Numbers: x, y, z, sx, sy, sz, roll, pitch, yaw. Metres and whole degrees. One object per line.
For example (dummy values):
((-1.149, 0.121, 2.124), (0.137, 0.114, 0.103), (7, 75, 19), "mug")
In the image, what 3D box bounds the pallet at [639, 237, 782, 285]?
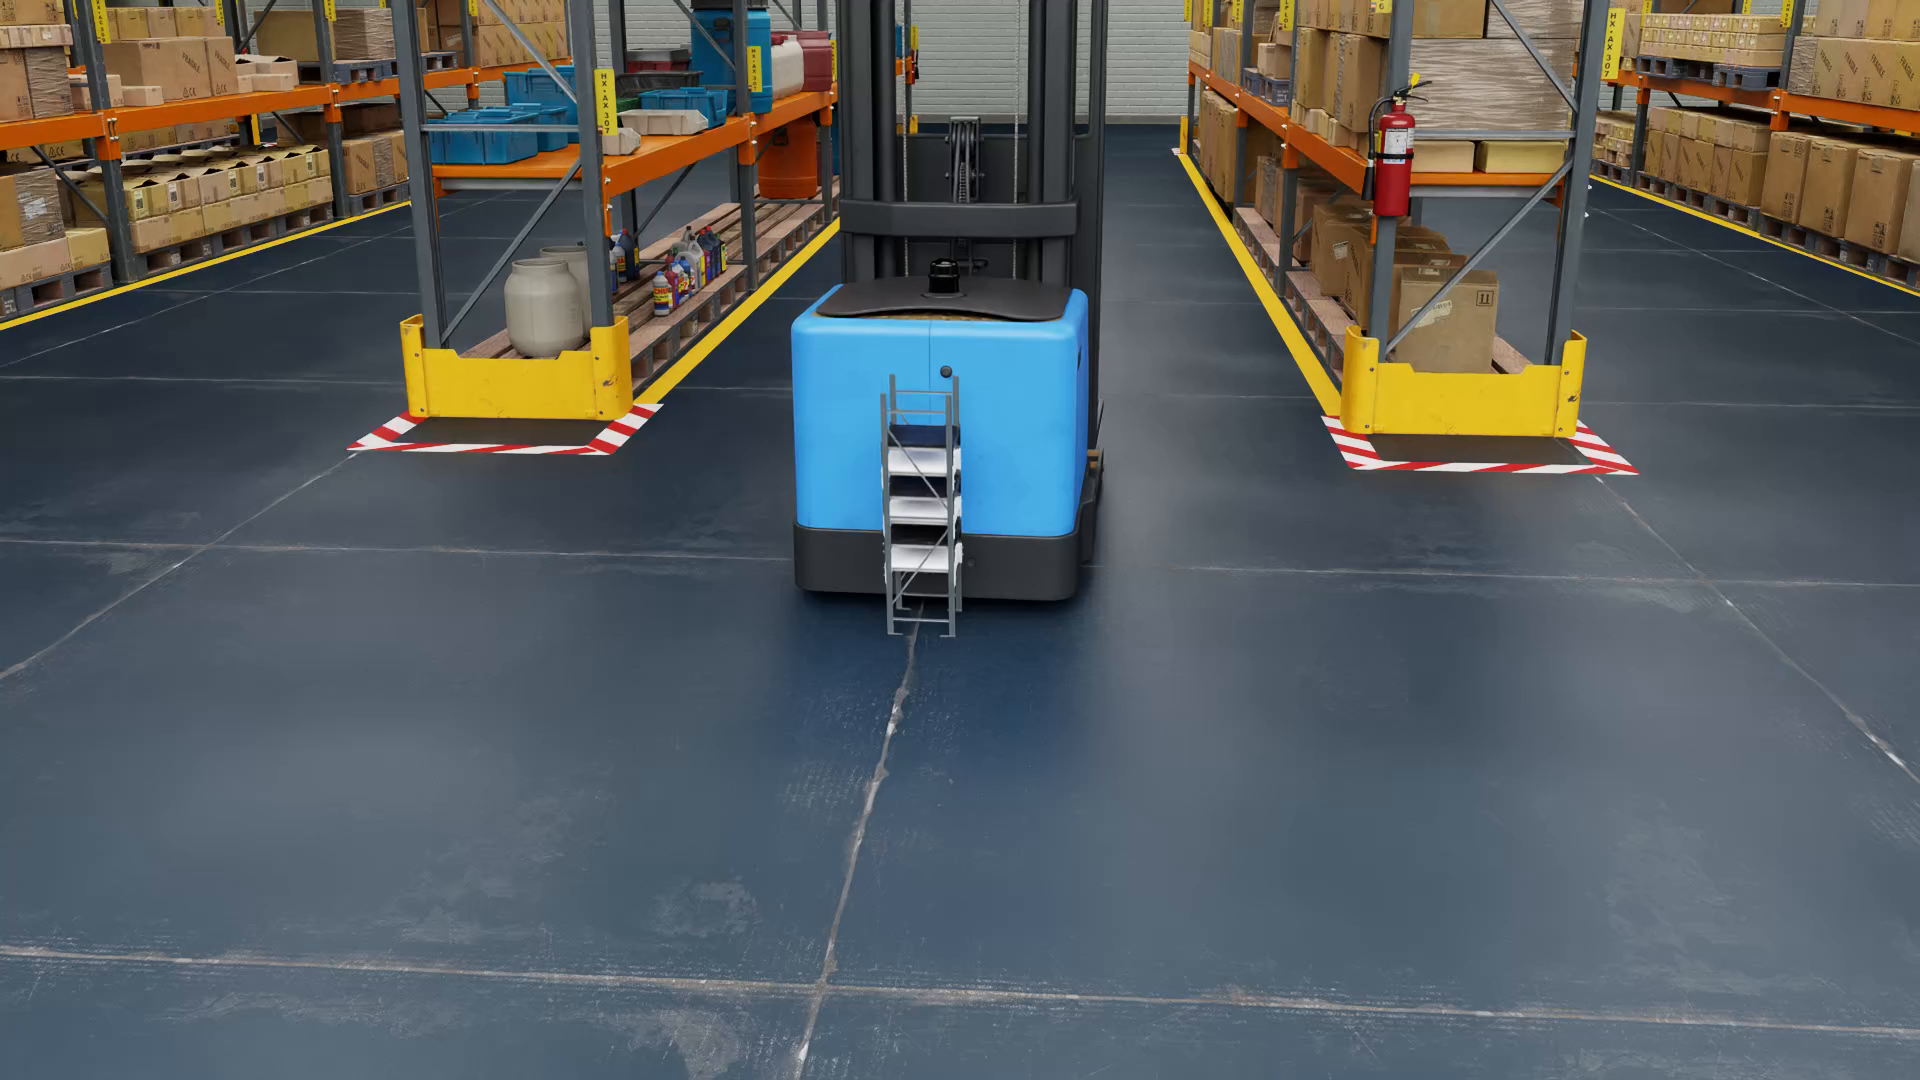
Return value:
((-2.041, -2.266, 13.499), (1.003, 0.211, 1.213), (1, 18, 4), "pallet")

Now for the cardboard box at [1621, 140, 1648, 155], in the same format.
((8.101, -4.669, 19.782), (0.380, 0.149, 0.250), (2, 18, 5), "cardboard box")

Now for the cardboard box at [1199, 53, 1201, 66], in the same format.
((3.242, -6.102, 21.131), (0.380, 0.149, 0.250), (1, 18, 3), "cardboard box")

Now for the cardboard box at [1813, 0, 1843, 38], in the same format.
((8.067, -4.719, 14.742), (0.700, 0.500, 0.500), (1, 18, 4), "cardboard box")

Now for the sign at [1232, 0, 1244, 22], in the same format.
((2.615, -5.039, 15.626), (0.100, 0.325, 0.005), (1, 18, 4), "sign")

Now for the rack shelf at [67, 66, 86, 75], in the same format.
((-11.510, -5.089, 18.792), (1.077, 0.370, 4.000), (1, 18, 4), "rack shelf")

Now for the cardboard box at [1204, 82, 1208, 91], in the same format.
((3.711, -5.669, 22.145), (0.875, 0.875, 0.875), (1, 18, 4), "cardboard box")

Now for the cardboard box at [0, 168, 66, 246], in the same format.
((-6.861, -2.403, 11.977), (0.500, 0.500, 0.500), (1, 18, 4), "cardboard box")

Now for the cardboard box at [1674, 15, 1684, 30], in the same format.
((7.835, -5.506, 17.682), (0.380, 0.149, 0.250), (1, 18, 3), "cardboard box")

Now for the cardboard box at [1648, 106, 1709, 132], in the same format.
((8.079, -4.723, 18.654), (0.500, 0.250, 0.500), (0, 18, 1), "cardboard box")

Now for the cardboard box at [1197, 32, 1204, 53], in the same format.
((3.336, -6.410, 21.431), (0.500, 0.250, 0.500), (1, 18, 3), "cardboard box")

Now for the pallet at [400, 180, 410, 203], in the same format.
((-6.531, -3.984, 18.743), (1.003, 0.211, 1.213), (1, 18, 4), "pallet")

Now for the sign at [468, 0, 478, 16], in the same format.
((-5.871, -6.481, 20.027), (0.100, 0.325, 0.005), (1, 18, 4), "sign")

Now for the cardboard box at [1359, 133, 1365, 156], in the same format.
((2.428, -2.201, 9.225), (0.380, 0.149, 0.250), (1, 18, 4), "cardboard box")

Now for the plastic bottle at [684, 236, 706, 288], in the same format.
((-1.854, -1.930, 11.544), (0.144, 0.351, 0.185), (1, 18, 4), "plastic bottle")

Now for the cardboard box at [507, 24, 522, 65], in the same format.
((-6.045, -6.457, 21.650), (0.500, 0.500, 0.500), (1, 18, 4), "cardboard box")

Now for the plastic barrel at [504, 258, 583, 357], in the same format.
((-2.374, -1.327, 9.477), (0.421, 0.512, 0.421), (0, 18, 0), "plastic barrel")

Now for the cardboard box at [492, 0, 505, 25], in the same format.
((-6.074, -6.765, 20.987), (0.500, 0.500, 0.500), (1, 18, 2), "cardboard box")

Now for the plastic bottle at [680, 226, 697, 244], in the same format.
((-1.961, -2.093, 12.041), (0.144, 0.351, 0.185), (1, 18, 4), "plastic bottle")

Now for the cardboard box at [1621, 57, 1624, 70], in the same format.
((8.171, -5.717, 19.956), (0.380, 0.149, 0.250), (2, 18, 6), "cardboard box")

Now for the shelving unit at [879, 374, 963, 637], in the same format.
((-0.130, -0.114, 5.798), (0.258, 0.900, 0.210), (2, 24, 6), "shelving unit")

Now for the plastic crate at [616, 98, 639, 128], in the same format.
((-2.437, -2.830, 11.083), (0.450, 0.188, 0.662), (1, 18, 4), "plastic crate")

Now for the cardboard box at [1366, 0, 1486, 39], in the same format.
((2.388, -2.834, 8.509), (0.500, 0.500, 0.500), (1, 18, 4), "cardboard box")

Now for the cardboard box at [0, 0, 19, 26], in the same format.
((-7.059, -3.827, 11.541), (0.700, 0.500, 0.500), (1, 18, 4), "cardboard box")

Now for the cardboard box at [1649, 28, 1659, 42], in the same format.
((7.892, -5.607, 18.469), (0.380, 0.149, 0.250), (1, 18, 3), "cardboard box")

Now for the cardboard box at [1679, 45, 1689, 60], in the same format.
((7.820, -5.141, 17.523), (0.380, 0.149, 0.250), (1, 18, 3), "cardboard box")

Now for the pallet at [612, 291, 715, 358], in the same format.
((-2.233, -1.433, 10.959), (1.003, 0.211, 1.213), (1, 18, 4), "pallet")

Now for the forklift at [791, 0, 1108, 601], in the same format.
((0.077, -1.588, 7.061), (1.130, 2.935, 3.031), (2, 18, 7), "forklift")

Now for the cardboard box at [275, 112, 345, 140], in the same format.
((-6.879, -4.391, 17.610), (0.500, 0.250, 0.500), (2, 18, 6), "cardboard box")

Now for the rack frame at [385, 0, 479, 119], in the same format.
((-6.425, -5.943, 20.241), (1.000, 3.000, 0.127), (1, 18, 4), "rack frame")

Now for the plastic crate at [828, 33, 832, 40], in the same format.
((-1.791, -6.004, 20.359), (0.392, 0.384, 0.575), (1, 18, 4), "plastic crate")

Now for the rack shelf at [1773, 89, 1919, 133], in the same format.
((7.965, -3.373, 13.554), (1.077, 0.370, 4.000), (1, 18, 4), "rack shelf")

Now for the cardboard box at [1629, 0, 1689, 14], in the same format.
((8.159, -6.394, 19.376), (0.500, 0.500, 0.500), (1, 18, 2), "cardboard box")

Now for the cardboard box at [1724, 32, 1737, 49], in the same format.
((7.724, -4.886, 16.267), (0.380, 0.149, 0.250), (2, 18, 5), "cardboard box")

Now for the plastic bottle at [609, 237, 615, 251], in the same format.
((-2.530, -2.055, 11.925), (0.144, 0.351, 0.185), (2, 18, 5), "plastic bottle")

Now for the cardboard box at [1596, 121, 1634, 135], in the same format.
((8.174, -5.145, 20.755), (0.380, 0.149, 0.250), (0, 18, 1), "cardboard box")

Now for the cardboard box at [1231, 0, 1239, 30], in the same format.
((3.357, -5.833, 18.135), (0.797, 0.503, 0.637), (1, 18, 5), "cardboard box")

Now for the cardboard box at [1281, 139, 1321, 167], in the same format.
((3.123, -3.482, 14.835), (0.500, 0.250, 0.500), (3, 18, 10), "cardboard box")

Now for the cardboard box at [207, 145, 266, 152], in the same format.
((-7.042, -3.703, 16.249), (0.500, 0.311, 0.500), (2, 18, 6), "cardboard box")

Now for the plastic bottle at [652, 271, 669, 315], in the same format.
((-1.904, -1.573, 10.580), (0.097, 0.271, 0.097), (0, 18, 0), "plastic bottle")

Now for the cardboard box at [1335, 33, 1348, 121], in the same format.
((2.657, -2.665, 9.599), (0.875, 0.500, 0.500), (1, 18, 4), "cardboard box")

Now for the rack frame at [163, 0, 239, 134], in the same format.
((-11.080, -7.294, 24.367), (1.000, 3.000, 0.127), (1, 18, 4), "rack frame")

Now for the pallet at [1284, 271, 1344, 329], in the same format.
((2.869, -1.701, 11.775), (1.003, 0.211, 1.213), (1, 18, 4), "pallet")

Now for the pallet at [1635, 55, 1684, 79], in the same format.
((8.196, -5.253, 18.445), (1.003, 0.211, 1.213), (1, 18, 4), "pallet")

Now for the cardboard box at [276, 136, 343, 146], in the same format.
((-6.879, -4.017, 17.673), (0.500, 0.500, 0.500), (2, 18, 6), "cardboard box")

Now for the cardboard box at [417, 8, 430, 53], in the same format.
((-6.682, -6.047, 19.727), (0.700, 0.500, 0.500), (-5, 19, -15), "cardboard box")

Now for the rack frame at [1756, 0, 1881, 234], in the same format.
((8.109, -4.336, 15.338), (1.000, 3.000, 0.127), (1, 18, 4), "rack frame")

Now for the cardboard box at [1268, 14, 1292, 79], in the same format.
((2.914, -4.025, 13.548), (0.797, 0.503, 0.637), (3, 18, 10), "cardboard box")

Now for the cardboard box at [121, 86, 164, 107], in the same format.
((-6.731, -3.609, 13.524), (0.380, 0.149, 0.250), (1, 18, 4), "cardboard box")

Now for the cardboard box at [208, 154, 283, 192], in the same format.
((-6.574, -3.373, 15.241), (0.500, 0.311, 0.500), (1, 18, 4), "cardboard box")

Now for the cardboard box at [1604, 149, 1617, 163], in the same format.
((8.140, -4.715, 20.398), (0.380, 0.149, 0.250), (1, 18, 2), "cardboard box")

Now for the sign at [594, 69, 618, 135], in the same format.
((-1.797, -2.222, 8.442), (0.100, 0.325, 0.005), (1, 18, 4), "sign")

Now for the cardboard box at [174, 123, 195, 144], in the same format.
((-11.101, -5.775, 23.069), (0.700, 0.500, 0.500), (1, 18, 2), "cardboard box")

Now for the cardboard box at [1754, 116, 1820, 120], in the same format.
((8.484, -4.224, 17.131), (0.500, 0.250, 0.500), (1, 18, 4), "cardboard box")

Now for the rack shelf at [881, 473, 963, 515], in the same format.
((-0.131, -0.166, 5.775), (0.258, 0.077, 0.200), (2, 24, 6), "rack shelf")

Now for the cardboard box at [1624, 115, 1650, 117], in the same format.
((8.884, -5.454, 21.700), (0.380, 0.149, 0.250), (2, 18, 6), "cardboard box")

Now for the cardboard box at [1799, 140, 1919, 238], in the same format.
((7.916, -3.008, 14.223), (1.050, 0.750, 0.750), (2, 18, 5), "cardboard box")
